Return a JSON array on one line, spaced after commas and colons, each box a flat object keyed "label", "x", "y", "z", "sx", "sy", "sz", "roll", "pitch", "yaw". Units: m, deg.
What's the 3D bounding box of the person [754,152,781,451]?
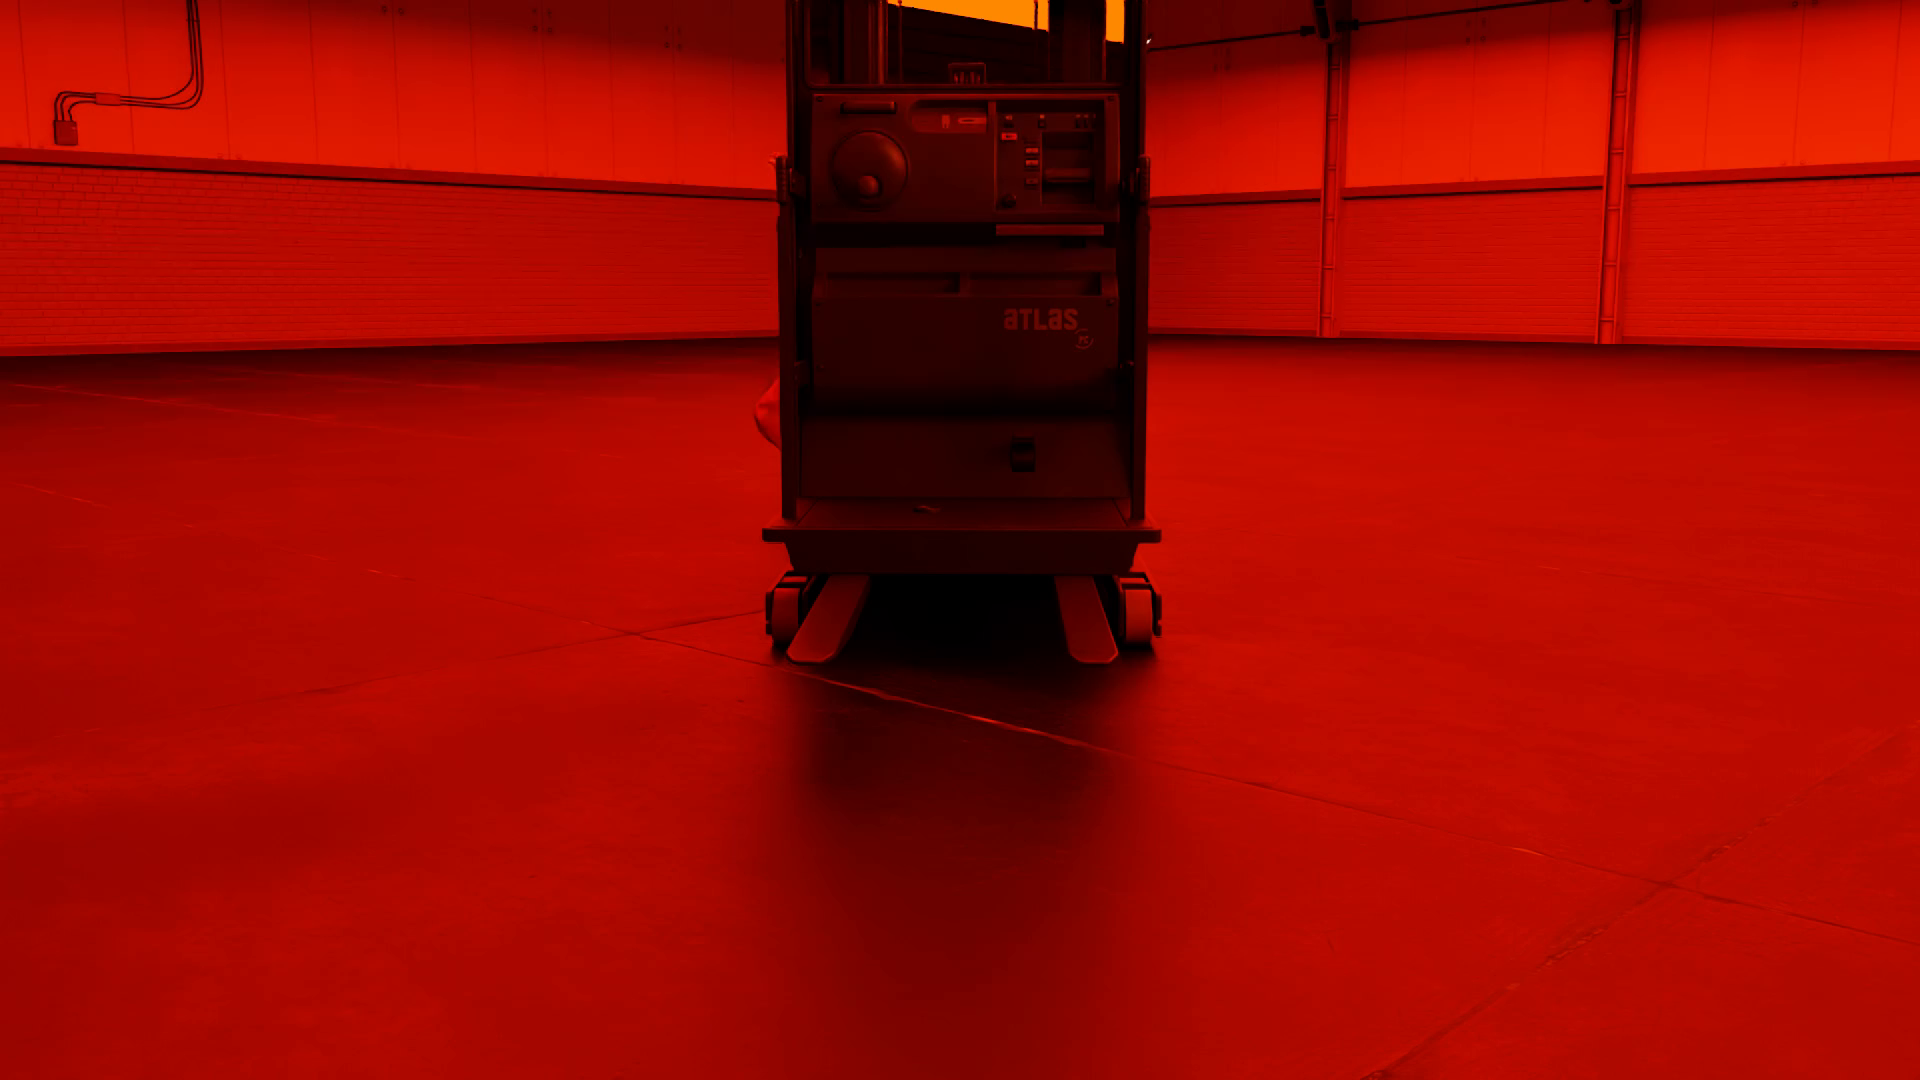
[{"label": "person", "x": -0.391, "y": -0.865, "z": 7.170, "sx": 0.691, "sy": 1.548, "sz": 0.876, "roll": 7, "pitch": 11, "yaw": 39}]

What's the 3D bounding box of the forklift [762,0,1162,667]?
[{"label": "forklift", "x": 0.014, "y": -1.196, "z": 4.814, "sx": 1.130, "sy": 2.935, "sz": 3.031, "roll": 0, "pitch": 9, "yaw": 1}]
